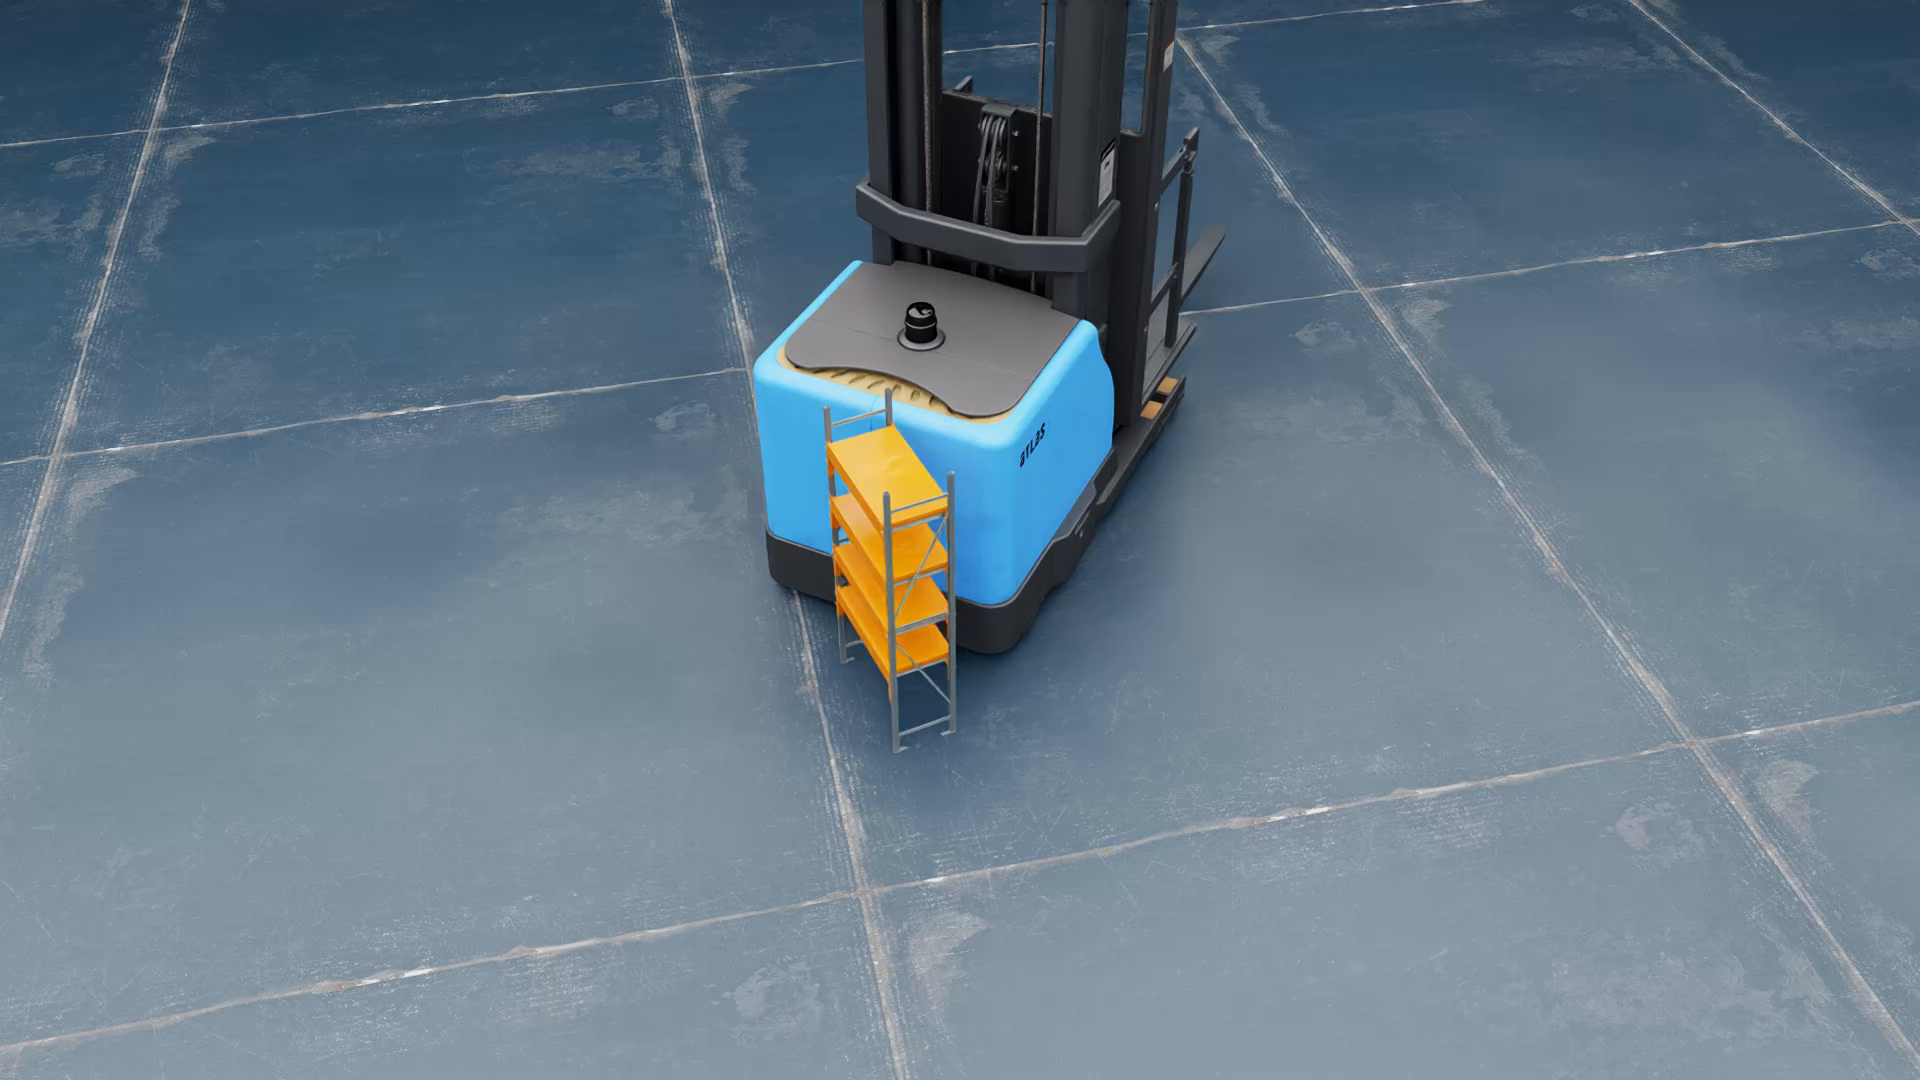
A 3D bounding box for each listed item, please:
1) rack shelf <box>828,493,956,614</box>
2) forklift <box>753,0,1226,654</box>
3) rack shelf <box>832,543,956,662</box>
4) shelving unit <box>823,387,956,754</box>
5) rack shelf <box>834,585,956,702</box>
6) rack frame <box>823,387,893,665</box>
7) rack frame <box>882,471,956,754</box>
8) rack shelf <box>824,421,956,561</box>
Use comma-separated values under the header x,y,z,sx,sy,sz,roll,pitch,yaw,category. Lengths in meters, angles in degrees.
x,y,z,sx,sy,sz,roll,pitch,yaw,category
-0.232,0.009,5.600,0.258,0.148,0.480,-18,45,-19,rack shelf
0.346,-1.652,6.404,1.130,2.935,3.031,18,45,19,forklift
-0.232,0.177,5.749,0.258,0.148,0.480,-18,45,-19,rack shelf
-0.232,0.126,5.704,0.258,1.200,0.503,-18,45,-19,shelving unit
-0.232,0.325,5.880,0.258,0.148,0.480,-18,45,-19,rack shelf
-0.337,-0.020,5.869,0.240,1.200,0.015,-18,45,-19,rack frame
-0.127,0.272,5.539,0.240,1.200,0.015,-18,45,-19,rack frame
-0.232,-0.168,5.443,0.258,0.148,0.480,-18,45,-19,rack shelf
